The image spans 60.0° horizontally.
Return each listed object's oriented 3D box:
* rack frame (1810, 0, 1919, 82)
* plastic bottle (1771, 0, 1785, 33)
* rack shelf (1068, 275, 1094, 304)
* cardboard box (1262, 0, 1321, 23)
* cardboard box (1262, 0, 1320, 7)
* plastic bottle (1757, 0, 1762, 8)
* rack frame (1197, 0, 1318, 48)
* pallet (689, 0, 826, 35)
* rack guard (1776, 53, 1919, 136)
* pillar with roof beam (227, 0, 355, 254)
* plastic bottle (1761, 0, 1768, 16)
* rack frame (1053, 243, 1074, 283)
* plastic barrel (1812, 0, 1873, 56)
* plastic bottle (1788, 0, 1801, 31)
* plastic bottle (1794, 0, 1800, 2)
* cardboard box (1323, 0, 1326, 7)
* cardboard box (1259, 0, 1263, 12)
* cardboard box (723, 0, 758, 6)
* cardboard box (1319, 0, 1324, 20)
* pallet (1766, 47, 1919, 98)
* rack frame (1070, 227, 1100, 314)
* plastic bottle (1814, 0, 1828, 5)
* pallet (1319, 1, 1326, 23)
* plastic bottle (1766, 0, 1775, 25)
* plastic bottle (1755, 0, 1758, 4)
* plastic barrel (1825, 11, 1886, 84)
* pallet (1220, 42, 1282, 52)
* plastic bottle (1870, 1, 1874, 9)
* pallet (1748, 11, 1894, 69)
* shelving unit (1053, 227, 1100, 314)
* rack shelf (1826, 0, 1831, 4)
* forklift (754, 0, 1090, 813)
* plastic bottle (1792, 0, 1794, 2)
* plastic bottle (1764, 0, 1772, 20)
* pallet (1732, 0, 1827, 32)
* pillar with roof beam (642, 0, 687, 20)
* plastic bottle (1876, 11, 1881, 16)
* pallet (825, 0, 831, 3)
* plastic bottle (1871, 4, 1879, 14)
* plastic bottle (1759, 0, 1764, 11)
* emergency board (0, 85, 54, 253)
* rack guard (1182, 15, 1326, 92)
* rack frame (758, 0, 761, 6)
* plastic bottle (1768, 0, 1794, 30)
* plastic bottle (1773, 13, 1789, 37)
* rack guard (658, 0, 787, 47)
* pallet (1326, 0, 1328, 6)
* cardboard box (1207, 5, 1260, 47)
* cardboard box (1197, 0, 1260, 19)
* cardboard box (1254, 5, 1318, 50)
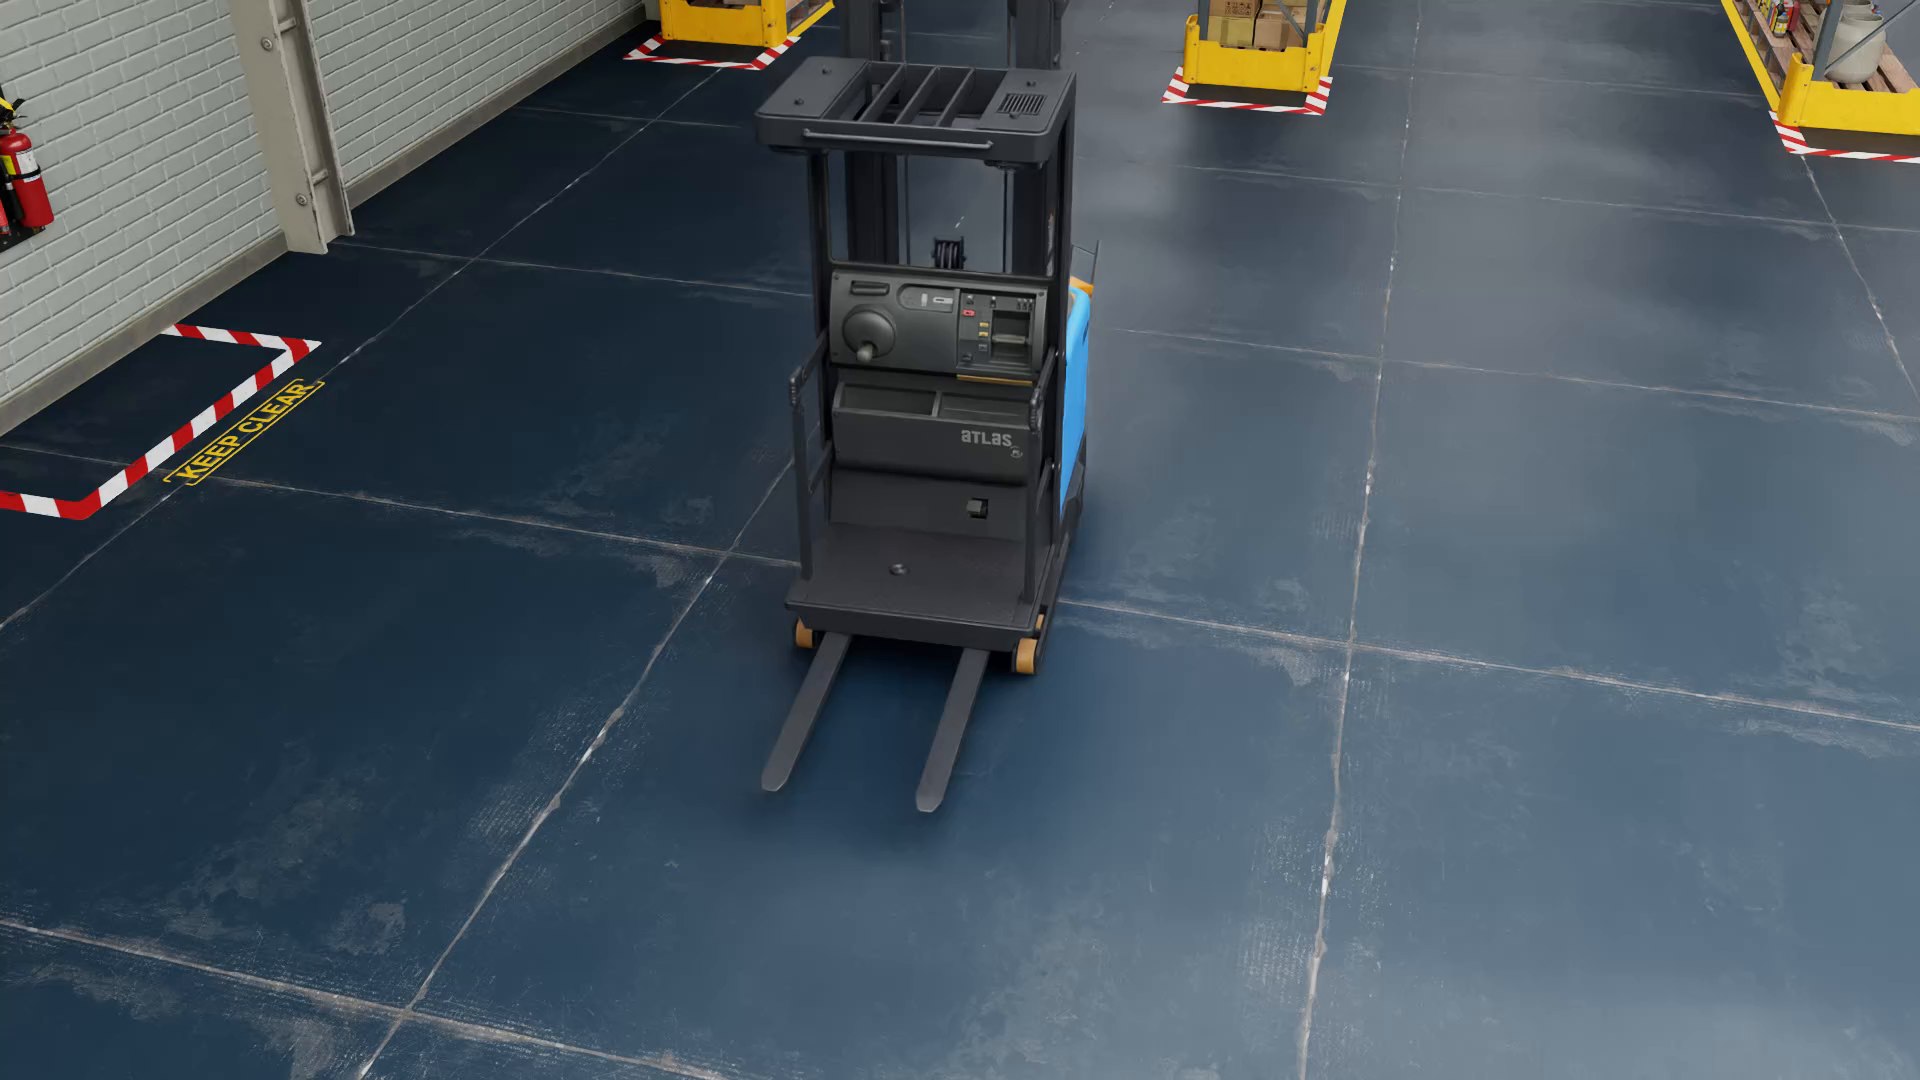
[{"bbox_3d":[7.340,-4.615,12.713,1.000,3.000,0.127,8,33,12],"label":"rack frame"},{"bbox_3d":[7.394,-4.730,15.016,0.061,0.283,0.133,9,33,14],"label":"plastic bottle"},{"bbox_3d":[0.533,-1.296,8.573,0.180,0.103,0.258,-16,35,-36],"label":"rack shelf"},{"bbox_3d":[3.025,-4.816,15.201,0.500,0.250,0.500,8,33,12],"label":"cardboard box"},{"bbox_3d":[3.026,-5.132,14.999,0.500,0.500,0.500,8,33,12],"label":"cardboard box"},{"bbox_3d":[7.619,-5.189,15.739,0.061,0.283,0.133,9,34,15],"label":"plastic bottle"},{"bbox_3d":[2.550,-5.291,13.777,1.000,3.000,0.127,8,33,12],"label":"rack frame"},{"bbox_3d":[-1.983,-5.243,16.301,1.003,0.211,1.213,8,33,12],"label":"pallet"},{"bbox_3d":[7.314,-3.606,13.456,1.175,0.500,0.348,8,33,12],"label":"rack guard"},{"bbox_3d":[-0.260,-5.277,8.162,9.100,9.000,0.400,8,33,12],"label":"pillar with roof beam"},{"bbox_3d":[7.593,-5.077,15.500,0.144,0.351,0.185,8,33,12],"label":"plastic bottle"},{"bbox_3d":[0.429,-0.998,8.664,0.006,1.200,0.240,-16,35,-36],"label":"rack frame"},{"bbox_3d":[7.560,-4.354,14.231,0.421,0.512,0.421,0,32,0],"label":"plastic barrel"},{"bbox_3d":[7.576,-4.780,15.094,0.061,0.283,0.133,8,33,12],"label":"plastic bottle"},{"bbox_3d":[7.743,-5.039,15.509,0.152,0.276,0.135,8,33,12],"label":"plastic bottle"},{"bbox_3d":[3.283,-5.334,16.016,0.500,0.250,0.500,8,33,12],"label":"cardboard box"},{"bbox_3d":[2.515,-4.888,15.314,0.500,0.250,0.500,8,33,12],"label":"cardboard box"},{"bbox_3d":[-1.980,-5.361,15.984,0.500,0.311,0.500,4,33,7],"label":"cardboard box"},{"bbox_3d":[3.152,-5.075,15.609,0.500,0.250,0.500,8,33,12],"label":"cardboard box"},{"bbox_3d":[7.525,-3.905,14.195,1.003,0.211,1.213,8,33,12],"label":"pallet"},{"bbox_3d":[0.571,-1.038,8.772,0.006,1.200,0.240,-16,35,-36],"label":"rack frame"},{"bbox_3d":[8.272,-5.261,15.858,0.152,0.276,0.135,8,33,12],"label":"plastic bottle"},{"bbox_3d":[3.015,-5.148,16.151,1.003,0.211,1.213,8,33,12],"label":"pallet"},{"bbox_3d":[7.508,-4.863,15.232,0.152,0.276,0.135,7,33,11],"label":"plastic bottle"},{"bbox_3d":[7.701,-5.298,15.847,0.144,0.351,0.185,7,33,10],"label":"plastic bottle"},{"bbox_3d":[7.433,-4.094,13.821,0.421,0.512,0.421,0,32,0],"label":"plastic barrel"},{"bbox_3d":[2.703,-4.517,15.158,1.003,0.211,1.213,8,33,12],"label":"pallet"},{"bbox_3d":[8.189,-4.725,15.020,0.097,0.271,0.097,0,32,0],"label":"plastic bottle"},{"bbox_3d":[7.837,-4.536,15.188,1.003,0.211,1.213,8,33,12],"label":"pallet"},{"bbox_3d":[0.500,-1.018,8.718,0.189,1.200,0.258,-16,35,-36],"label":"shelving unit"},{"bbox_3d":[7.848,-5.349,14.539,1.077,0.370,4.000,8,33,12],"label":"rack shelf"},{"bbox_3d":[-0.136,-0.859,6.870,1.130,2.935,3.031,6,33,9],"label":"forklift"},{"bbox_3d":[7.674,-4.924,15.398,0.097,0.201,0.097,0,32,0],"label":"plastic bottle"},{"bbox_3d":[7.546,-4.981,15.348,0.144,0.351,0.185,9,34,14],"label":"plastic bottle"},{"bbox_3d":[8.145,-5.171,16.187,1.003,0.211,1.213,8,33,12],"label":"pallet"},{"bbox_3d":[1.262,-8.390,13.060,9.100,9.000,0.400,8,33,12],"label":"pillar with roof beam"},{"bbox_3d":[8.102,-4.547,14.740,0.097,0.271,0.097,0,32,0],"label":"plastic bottle"},{"bbox_3d":[-1.671,-5.874,17.293,1.003,0.211,1.213,8,33,12],"label":"pallet"},{"bbox_3d":[8.177,-4.667,14.918,0.061,0.283,0.133,9,33,13],"label":"plastic bottle"},{"bbox_3d":[7.607,-5.091,15.661,0.097,0.201,0.097,0,32,0],"label":"plastic bottle"},{"bbox_3d":[-5.088,-2.054,8.685,0.194,1.169,0.643,8,33,12],"label":"emergency board"},{"bbox_3d":[2.544,-4.224,14.428,1.175,0.500,0.348,8,33,12],"label":"rack guard"},{"bbox_3d":[-2.243,-5.964,14.835,1.000,3.000,0.127,8,33,12],"label":"rack frame"},{"bbox_3d":[7.473,-4.791,15.119,0.152,0.276,0.135,8,33,13],"label":"plastic bottle"},{"bbox_3d":[7.382,-4.632,14.939,0.097,0.201,0.097,0,32,0],"label":"plastic bottle"},{"bbox_3d":[-2.223,-4.948,15.567,1.175,0.500,0.348,8,33,12],"label":"rack guard"},{"bbox_3d":[3.323,-5.783,17.150,1.003,0.211,1.213,8,33,12],"label":"pallet"},{"bbox_3d":[2.400,-4.626,14.903,0.500,0.250,0.500,8,33,12],"label":"cardboard box"},{"bbox_3d":[2.398,-4.943,14.702,0.500,0.500,0.500,8,33,12],"label":"cardboard box"},{"bbox_3d":[2.901,-4.556,14.792,0.500,0.250,0.500,8,33,12],"label":"cardboard box"}]
